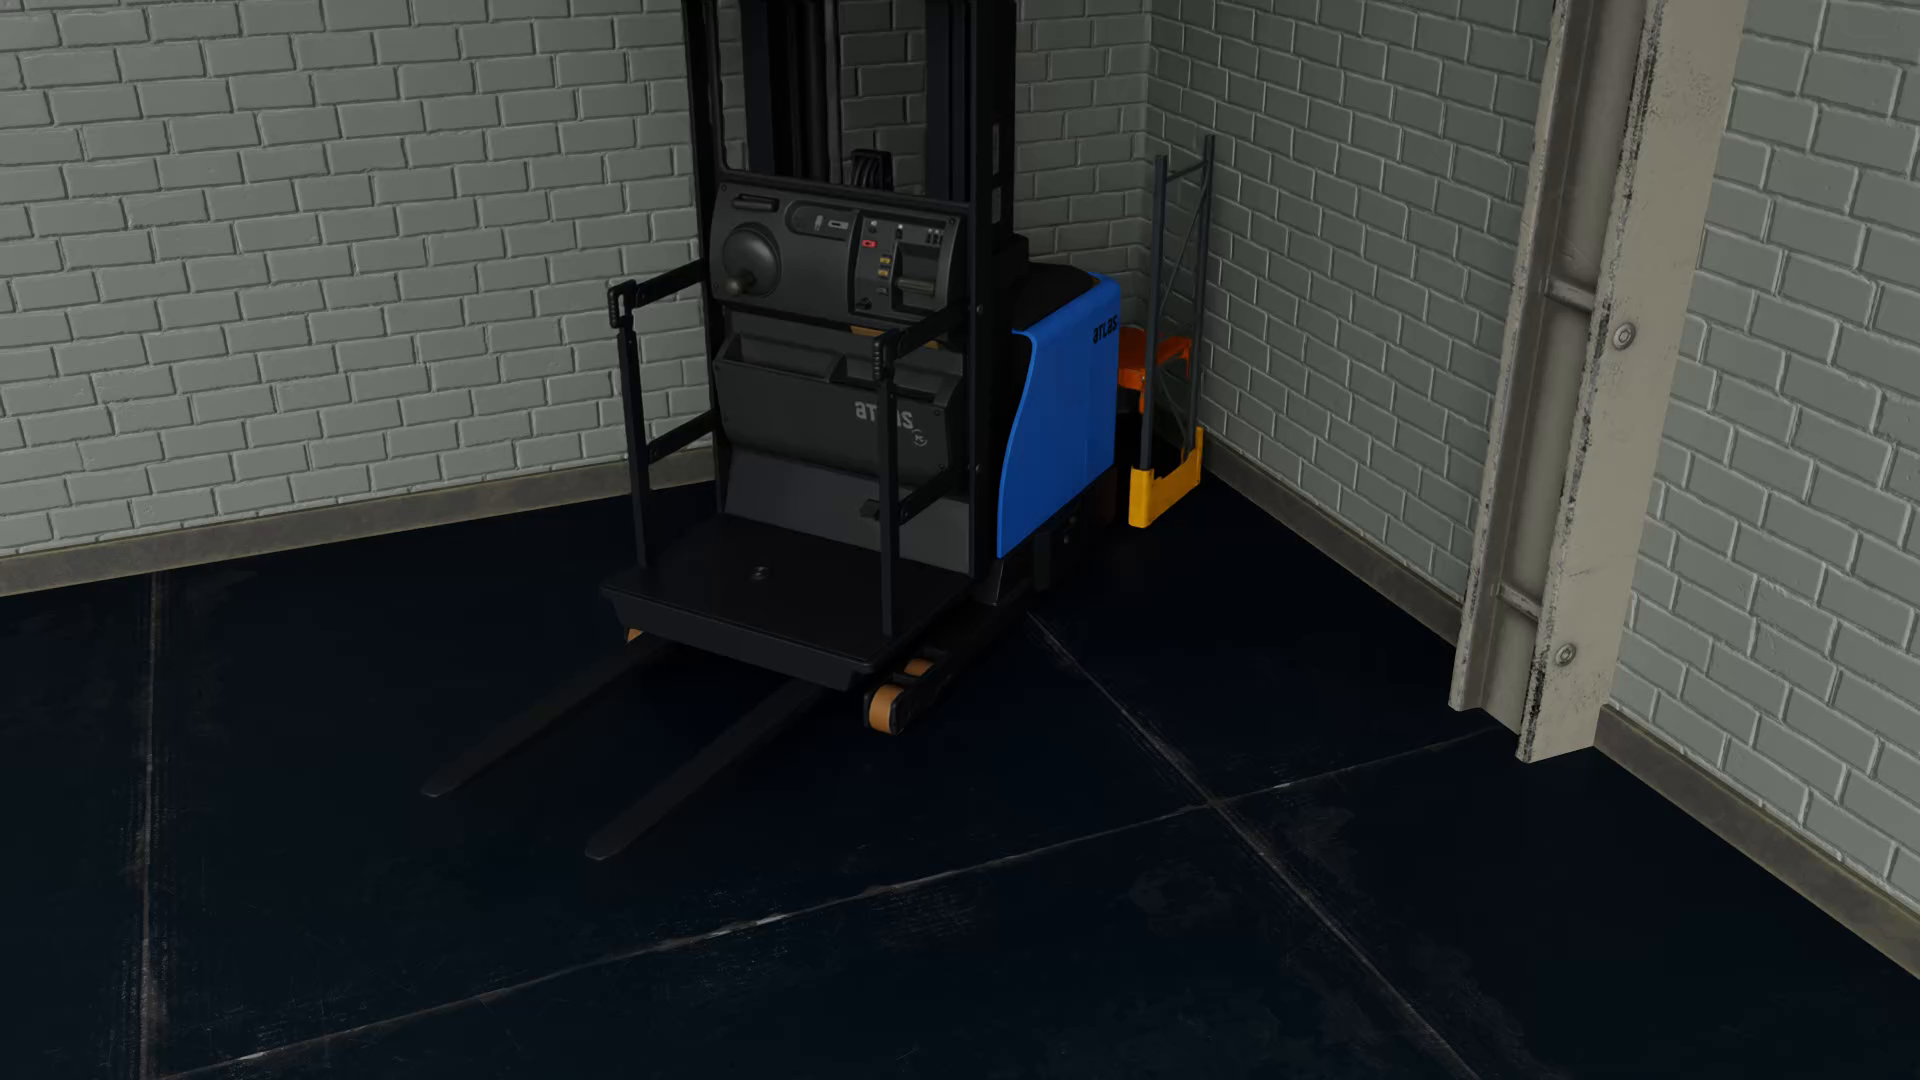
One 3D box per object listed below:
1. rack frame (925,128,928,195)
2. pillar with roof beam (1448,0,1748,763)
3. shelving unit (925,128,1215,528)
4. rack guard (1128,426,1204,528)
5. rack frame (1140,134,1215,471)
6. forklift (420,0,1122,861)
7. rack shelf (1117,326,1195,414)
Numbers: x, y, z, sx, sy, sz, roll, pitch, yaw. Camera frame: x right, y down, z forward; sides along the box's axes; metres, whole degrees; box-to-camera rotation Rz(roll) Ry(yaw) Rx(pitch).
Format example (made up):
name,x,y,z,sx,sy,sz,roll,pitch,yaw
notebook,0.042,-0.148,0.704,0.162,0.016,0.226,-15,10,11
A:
name,x,y,z,sx,sy,sz,roll,pitch,yaw
rack frame,-0.001,-1.060,7.195,0.032,1.500,0.500,14,28,28
pillar with roof beam,-2.097,-2.699,2.021,9.100,9.000,0.400,-11,28,-21
shelving unit,0.443,-0.948,6.954,1.083,1.500,0.587,14,28,28
rack guard,0.868,-0.272,6.981,0.087,0.250,0.587,14,28,28
rack frame,0.871,-0.841,6.721,0.032,1.500,0.500,14,28,28
forklift,-0.522,-0.906,5.265,1.130,2.935,3.031,14,29,26
rack shelf,0.434,-0.787,7.033,1.000,0.185,0.538,14,28,28
